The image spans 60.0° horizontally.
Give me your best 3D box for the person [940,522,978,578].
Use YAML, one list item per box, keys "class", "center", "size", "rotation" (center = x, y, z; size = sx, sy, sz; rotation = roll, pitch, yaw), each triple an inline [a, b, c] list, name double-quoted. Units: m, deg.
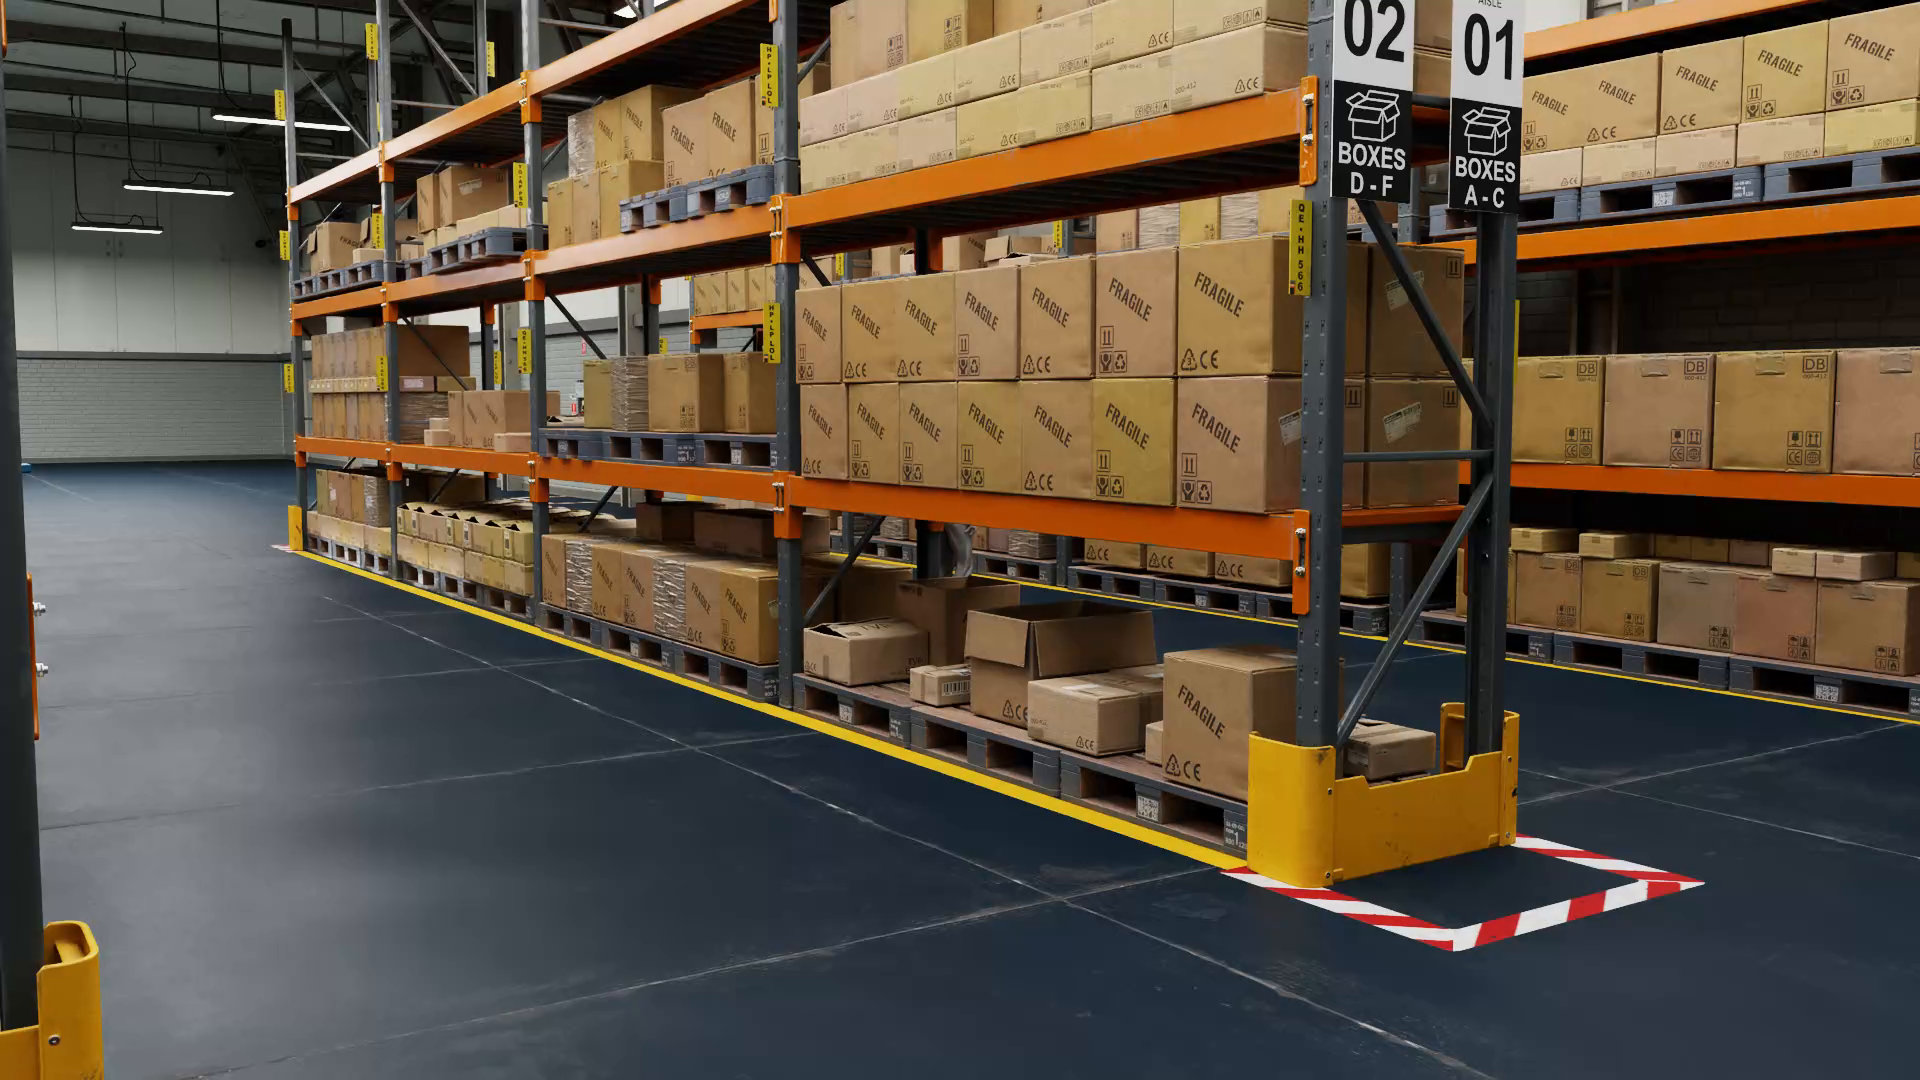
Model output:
- class: "person"
  center: [-0.056, -0.178, 12.693]
  size: [0.371, 1.663, 0.529]
  rotation: [-3, 6, -33]
